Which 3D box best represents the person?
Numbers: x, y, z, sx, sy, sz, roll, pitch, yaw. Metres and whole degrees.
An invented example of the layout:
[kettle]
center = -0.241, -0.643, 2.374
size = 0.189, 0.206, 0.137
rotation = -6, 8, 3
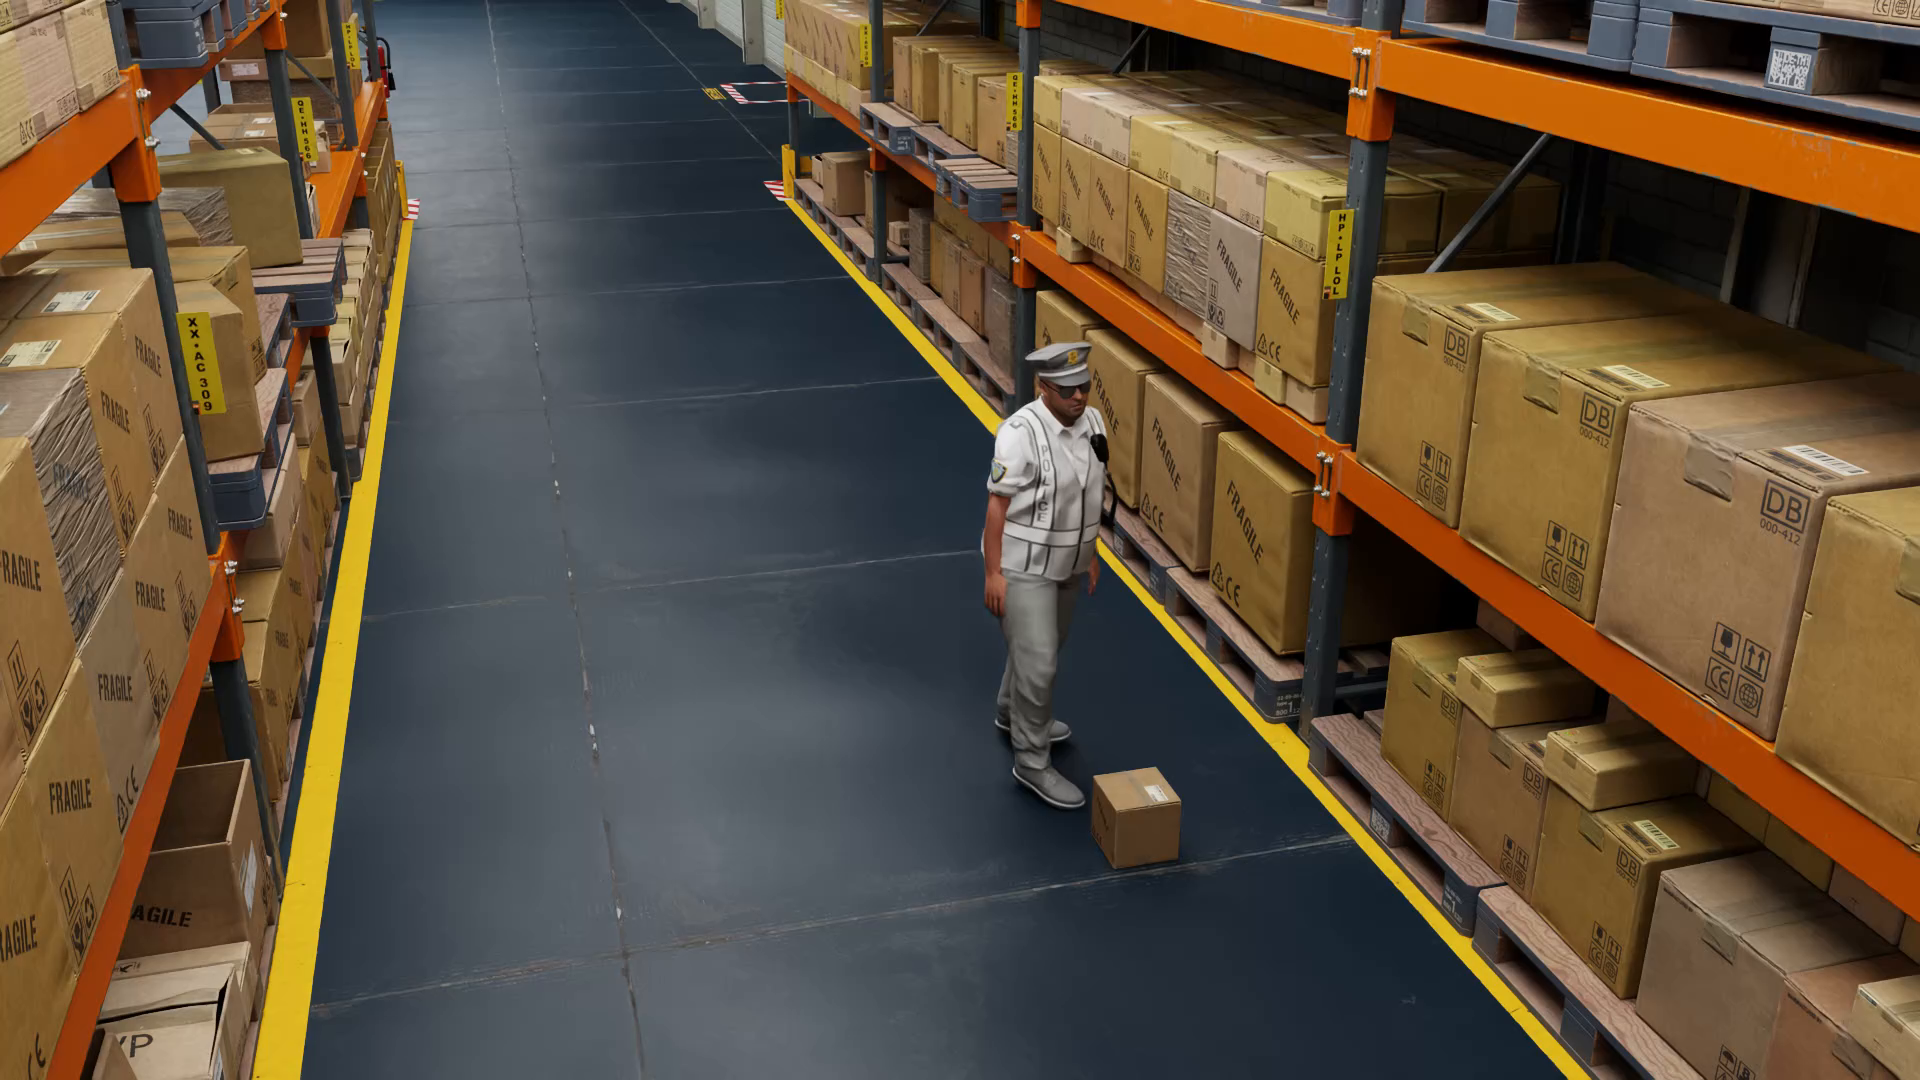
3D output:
[person]
center = 0.344, 0.087, 6.344
size = 0.564, 1.759, 0.663
rotation = -21, 31, -40
